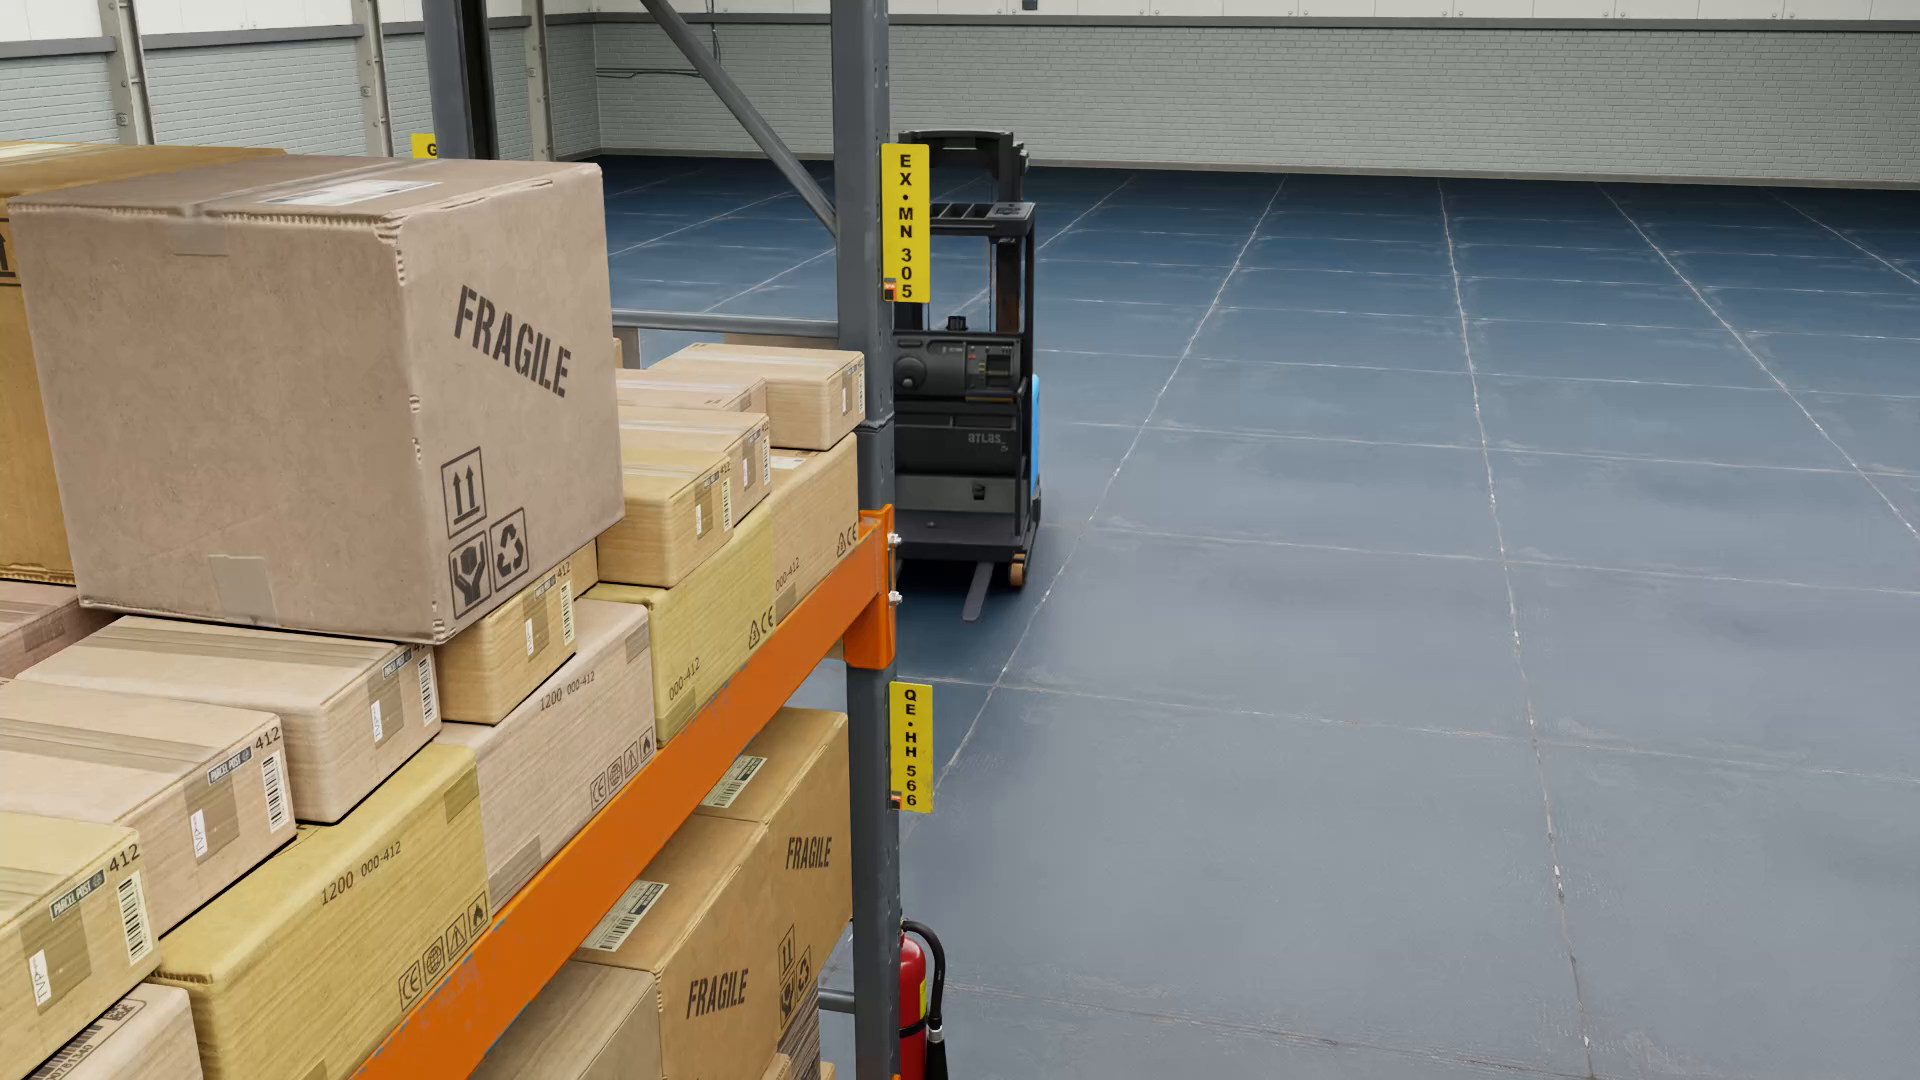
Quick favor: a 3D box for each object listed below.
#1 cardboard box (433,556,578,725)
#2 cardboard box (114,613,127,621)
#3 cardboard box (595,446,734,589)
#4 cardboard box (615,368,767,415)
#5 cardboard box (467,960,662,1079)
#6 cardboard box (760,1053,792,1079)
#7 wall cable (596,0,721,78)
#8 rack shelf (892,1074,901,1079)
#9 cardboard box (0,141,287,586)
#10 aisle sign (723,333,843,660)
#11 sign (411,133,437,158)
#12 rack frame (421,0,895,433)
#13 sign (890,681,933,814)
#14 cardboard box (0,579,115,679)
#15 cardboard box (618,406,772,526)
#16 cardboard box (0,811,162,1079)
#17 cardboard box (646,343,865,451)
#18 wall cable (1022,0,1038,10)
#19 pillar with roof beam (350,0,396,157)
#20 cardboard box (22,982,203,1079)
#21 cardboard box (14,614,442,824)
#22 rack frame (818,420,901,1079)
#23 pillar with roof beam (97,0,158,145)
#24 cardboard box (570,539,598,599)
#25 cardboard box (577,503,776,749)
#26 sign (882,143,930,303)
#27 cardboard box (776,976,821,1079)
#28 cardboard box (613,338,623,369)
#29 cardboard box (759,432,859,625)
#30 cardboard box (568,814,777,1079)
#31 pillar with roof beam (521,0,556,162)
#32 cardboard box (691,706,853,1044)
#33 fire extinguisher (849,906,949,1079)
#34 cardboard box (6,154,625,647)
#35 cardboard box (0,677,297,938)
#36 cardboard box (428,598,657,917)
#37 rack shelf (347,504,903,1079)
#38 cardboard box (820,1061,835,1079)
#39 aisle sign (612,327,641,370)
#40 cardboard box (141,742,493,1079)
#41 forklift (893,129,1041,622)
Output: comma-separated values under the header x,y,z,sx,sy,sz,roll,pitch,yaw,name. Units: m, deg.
x,y,z,sx,sy,sz,roll,pitch,yaw,name
-0.736,0.112,2.194,0.380,0.149,0.250,4,19,11,cardboard box
-1.288,0.066,2.328,0.380,0.149,0.250,4,19,11,cardboard box
-0.587,-0.048,2.662,0.380,0.149,0.250,5,19,14,cardboard box
-0.588,-0.223,3.174,0.380,0.149,0.250,4,19,12,cardboard box
-0.782,0.974,2.532,0.500,0.500,0.500,5,19,13,cardboard box
-0.812,1.278,3.189,0.875,0.500,0.500,5,19,13,cardboard box
-6.782,-11.488,36.702,3.097,2.526,0.112,5,19,13,wall cable
-1.134,2.097,2.519,1.077,0.370,4.000,5,19,13,rack shelf
-1.270,-0.270,2.308,0.500,0.500,0.500,5,19,13,cardboard box
-0.340,-0.096,3.806,0.394,0.787,0.004,5,19,13,aisle sign
-1.172,-0.746,3.737,0.100,0.325,0.005,5,19,13,sign
-0.646,-1.709,3.269,1.000,3.000,0.127,5,19,13,rack frame
-0.112,0.483,3.853,0.100,0.325,0.005,5,19,13,sign
-1.304,0.148,2.089,0.380,0.149,0.250,4,19,13,cardboard box
-0.549,-0.129,2.898,0.380,0.149,0.250,4,19,11,cardboard box
-0.963,0.357,1.475,0.380,0.149,0.250,4,19,12,cardboard box
-0.411,-0.295,3.386,0.380,0.149,0.250,5,19,13,cardboard box
2.420,-13.812,33.441,2.305,6.003,0.169,5,19,13,wall cable
-6.075,-9.918,27.302,9.100,9.000,0.400,5,19,13,pillar with roof beam
-1.009,0.593,1.401,0.500,0.250,0.500,4,19,11,cardboard box
-0.848,0.194,1.953,0.380,0.149,0.250,4,19,11,cardboard box
-0.646,1.130,4.238,1.000,3.000,0.127,5,19,13,rack frame
-7.541,-8.037,21.796,9.100,9.000,0.400,5,19,13,pillar with roof beam
-0.768,0.020,2.464,0.380,0.149,0.250,5,19,14,cardboard box
-0.636,0.110,2.818,0.500,0.250,0.500,5,19,14,cardboard box
-0.112,-0.658,3.464,0.100,0.325,0.005,5,19,13,sign
-0.807,1.112,3.676,0.875,0.500,0.500,5,19,13,cardboard box
-0.937,-0.339,3.514,0.380,0.149,0.250,5,19,13,cardboard box
-0.517,-0.047,3.276,0.500,0.250,0.500,5,20,15,cardboard box
-0.657,0.818,2.990,0.500,0.500,0.500,5,19,13,cardboard box
-4.609,-11.798,32.807,9.100,9.000,0.400,5,19,13,pillar with roof beam
-0.540,0.661,3.451,0.500,0.500,0.500,5,19,13,cardboard box
-0.171,1.167,4.249,0.296,0.674,0.183,5,19,13,fire extinguisher
-0.779,-0.208,2.127,0.500,0.500,0.500,5,19,13,cardboard box
-0.933,0.274,1.719,0.380,0.149,0.250,5,20,15,cardboard box
-0.770,0.269,2.349,0.500,0.250,0.500,5,20,15,cardboard box
-1.134,0.678,2.034,1.077,0.370,4.000,5,19,13,rack shelf
-0.515,1.355,3.970,0.380,0.149,0.250,5,19,13,cardboard box
-0.921,-0.143,3.944,0.394,0.787,0.004,5,19,13,aisle sign
-0.888,0.428,1.887,0.500,0.250,0.500,4,19,12,cardboard box
-0.073,-1.185,11.124,1.130,2.935,3.031,2,19,6,forklift
